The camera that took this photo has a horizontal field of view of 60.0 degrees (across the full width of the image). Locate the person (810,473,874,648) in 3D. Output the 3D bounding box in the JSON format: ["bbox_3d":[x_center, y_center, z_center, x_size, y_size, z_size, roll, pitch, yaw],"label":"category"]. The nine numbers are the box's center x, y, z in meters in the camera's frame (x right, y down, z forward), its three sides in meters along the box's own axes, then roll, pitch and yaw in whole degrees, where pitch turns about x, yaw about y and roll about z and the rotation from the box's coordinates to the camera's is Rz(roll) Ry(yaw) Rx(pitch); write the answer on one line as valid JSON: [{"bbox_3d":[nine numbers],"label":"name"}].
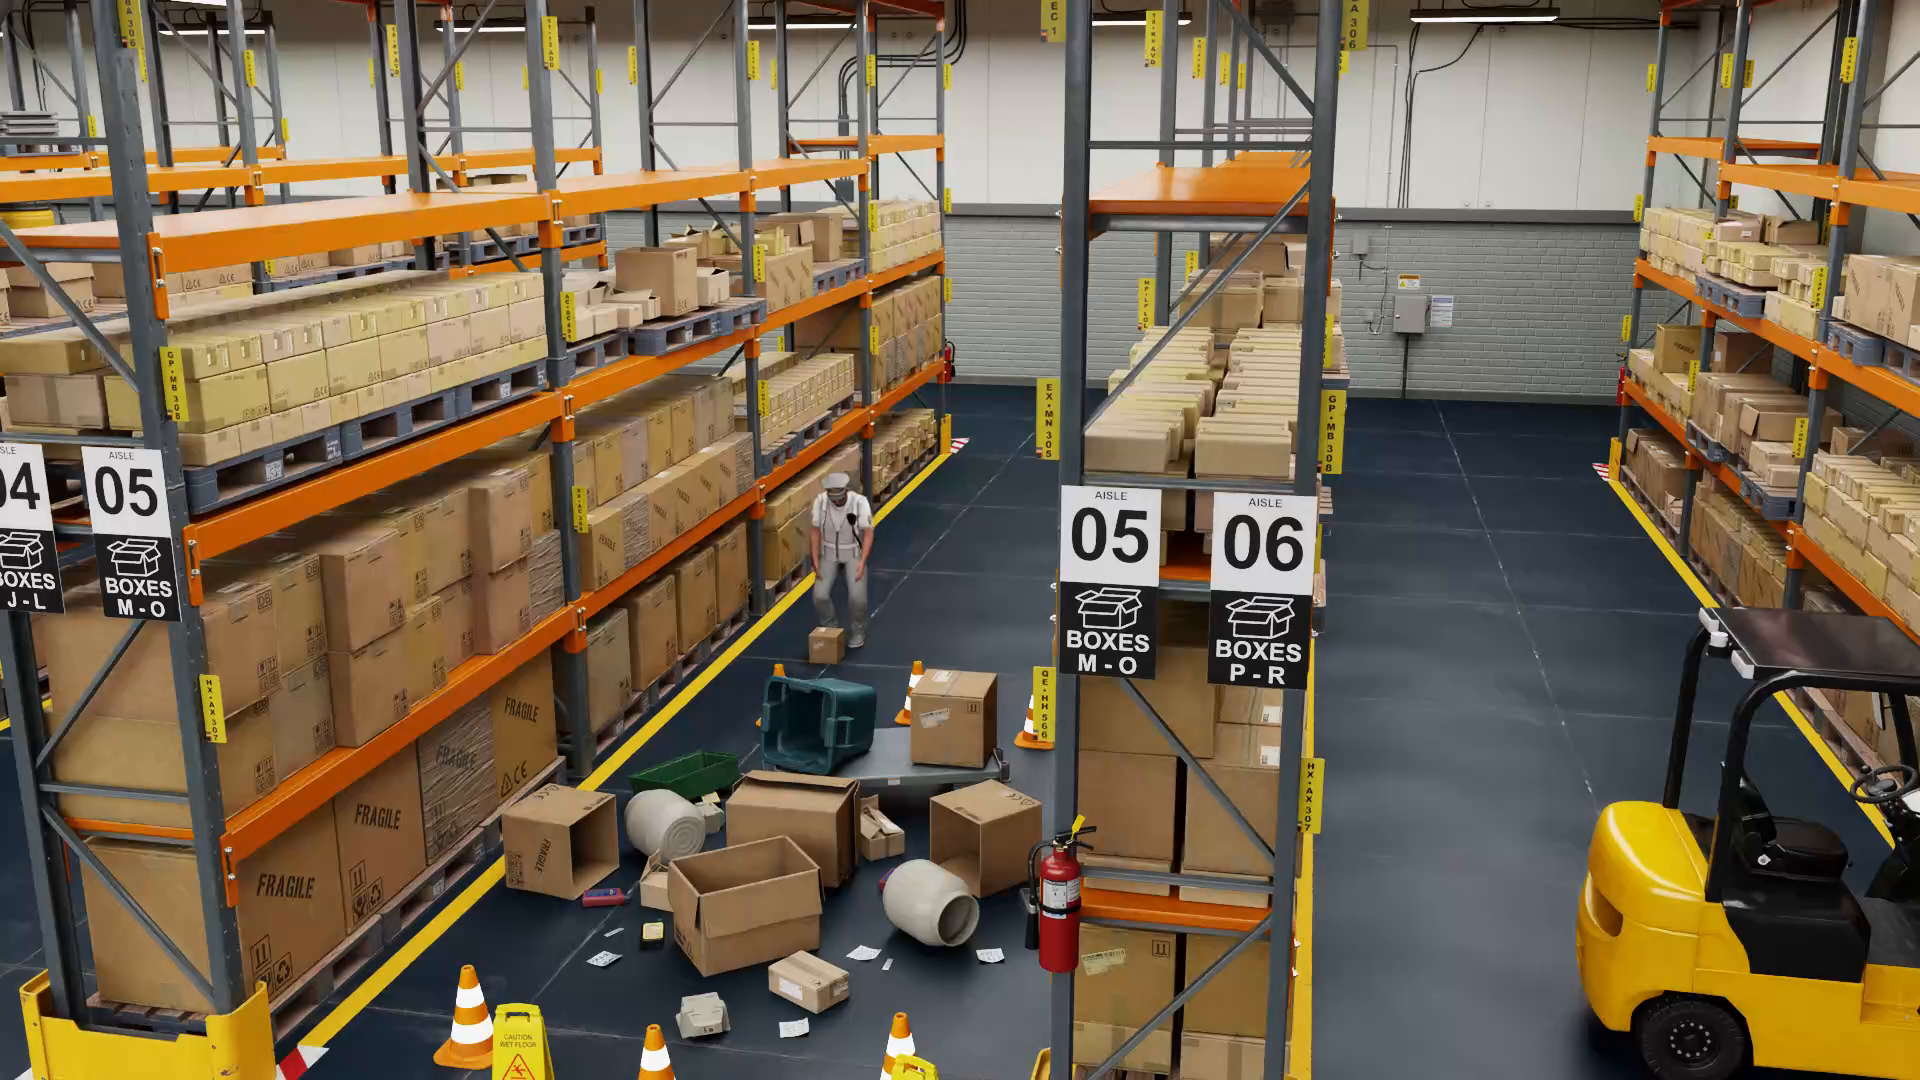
[{"bbox_3d":[-1.031,0.163,14.710,0.581,1.594,0.658,3,15,12],"label":"person"}]
